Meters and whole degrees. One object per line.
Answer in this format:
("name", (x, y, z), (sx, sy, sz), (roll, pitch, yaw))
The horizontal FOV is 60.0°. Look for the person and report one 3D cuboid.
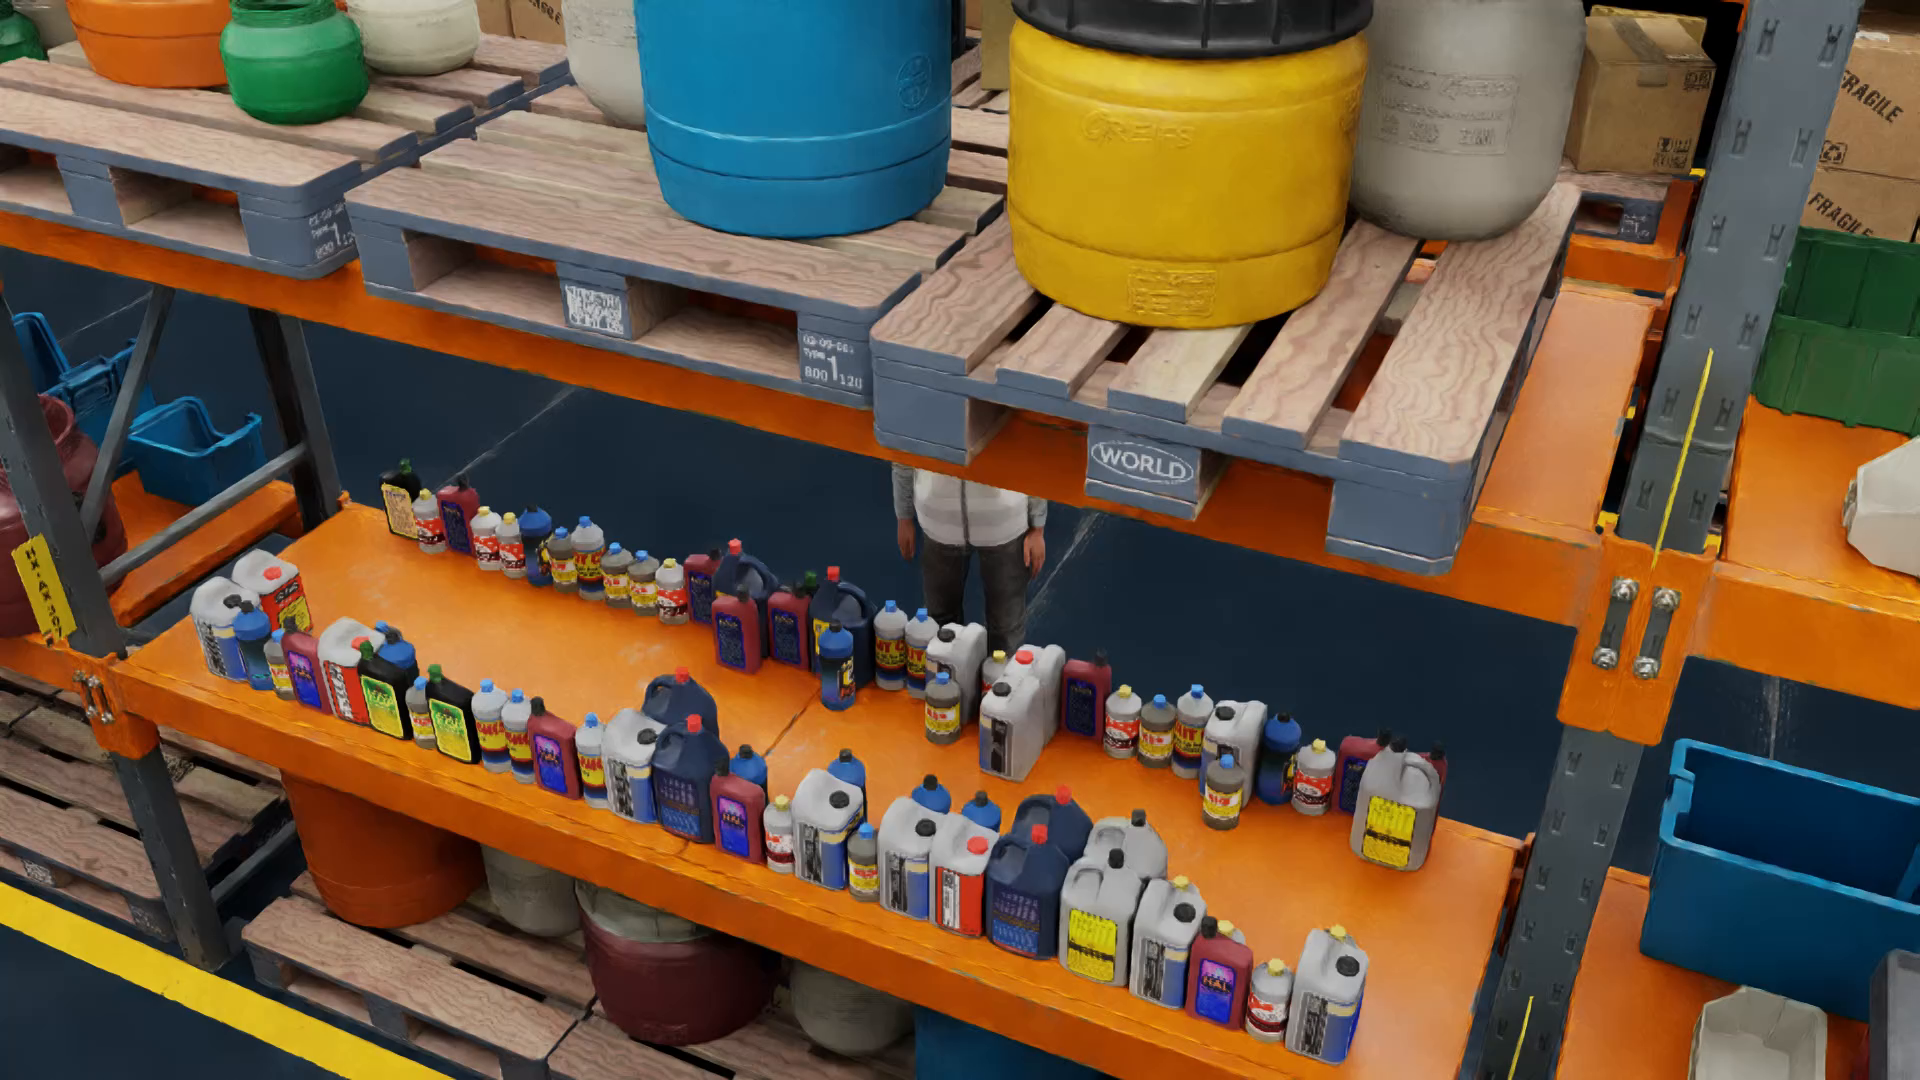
("person", (0.026, -0.031, 6.122), (0.584, 1.772, 0.470), (6, 34, 9))
